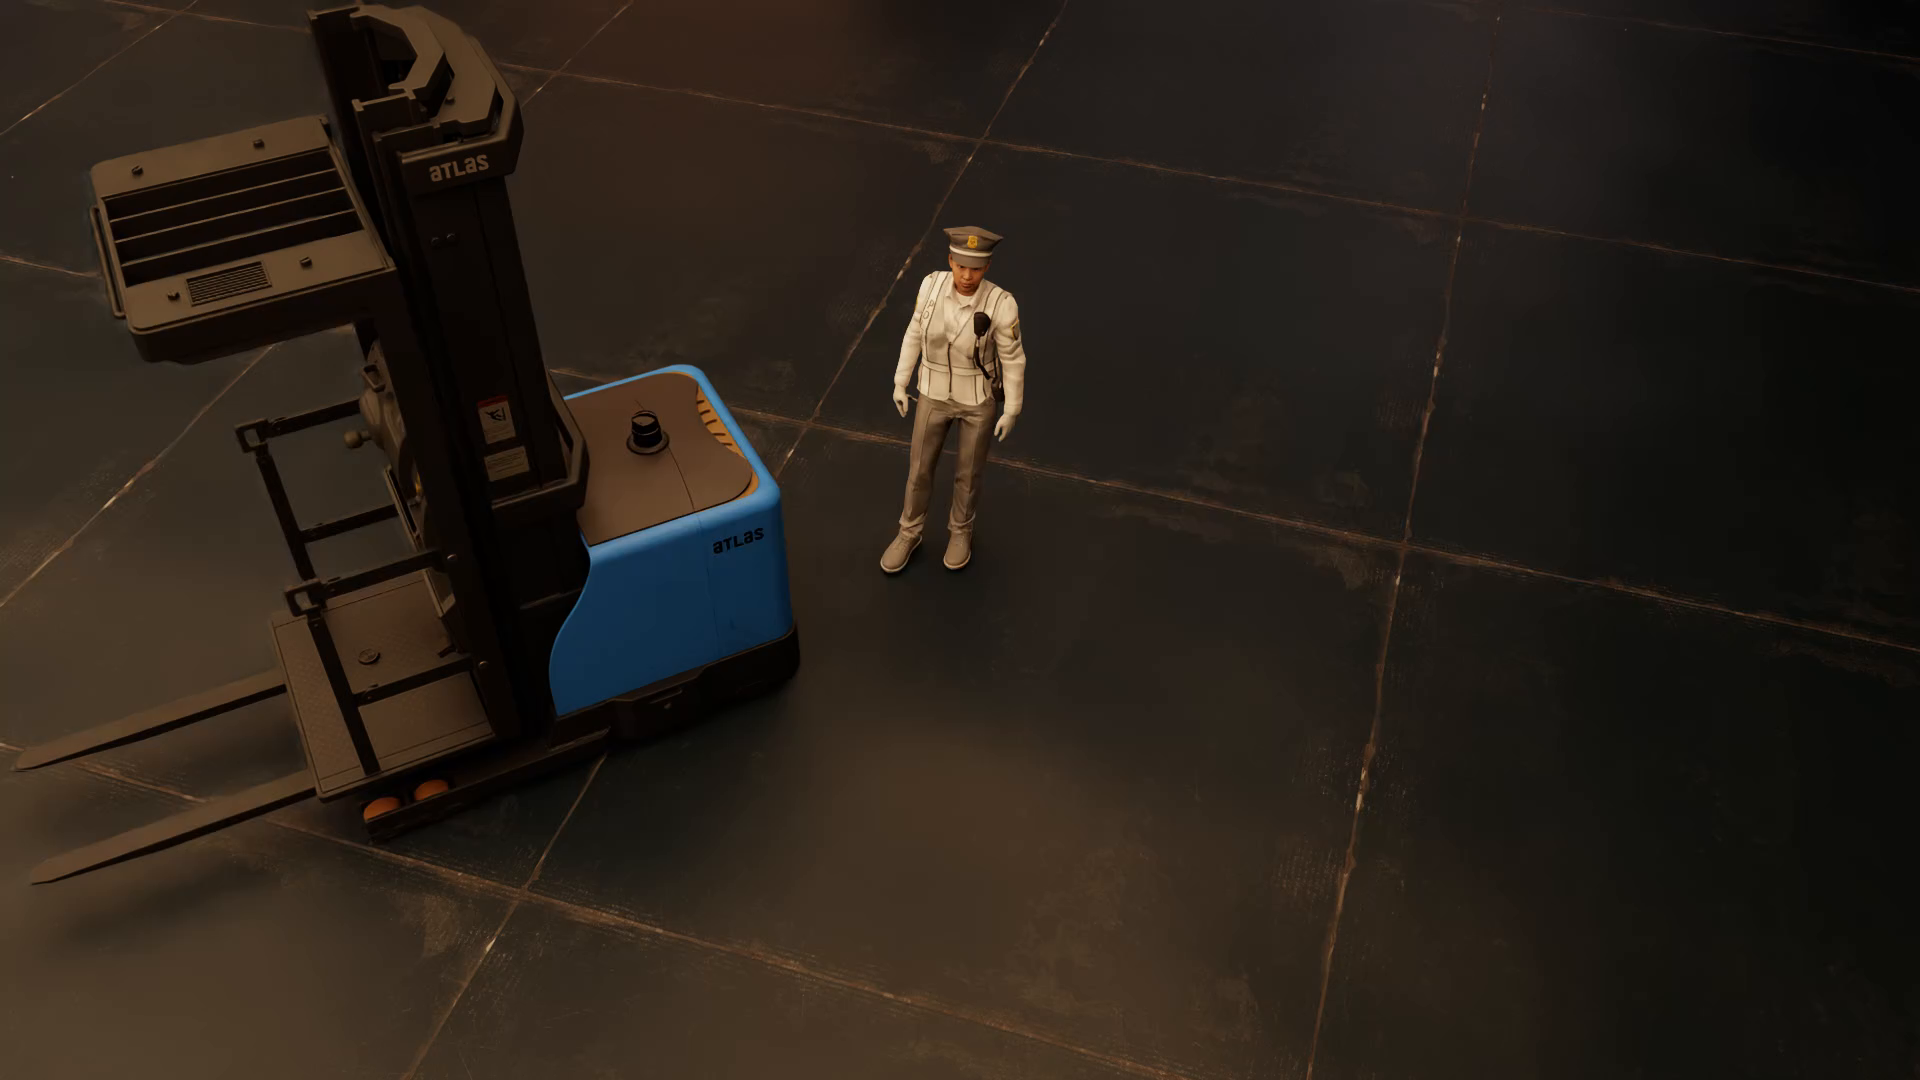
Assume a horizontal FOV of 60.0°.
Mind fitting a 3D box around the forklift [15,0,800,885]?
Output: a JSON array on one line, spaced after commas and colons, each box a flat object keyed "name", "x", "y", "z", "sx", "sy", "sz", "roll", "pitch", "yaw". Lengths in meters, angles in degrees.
[{"name": "forklift", "x": -2.239, "y": -0.310, "z": 6.022, "sx": 3.031, "sy": 2.935, "sz": 1.130, "roll": -19, "pitch": 46, "yaw": -19}]

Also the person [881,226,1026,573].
[{"name": "person", "x": -0.026, "y": -0.583, "z": 7.213, "sx": 0.588, "sy": 1.697, "sz": 0.534, "roll": 12, "pitch": 44, "yaw": 13}]
